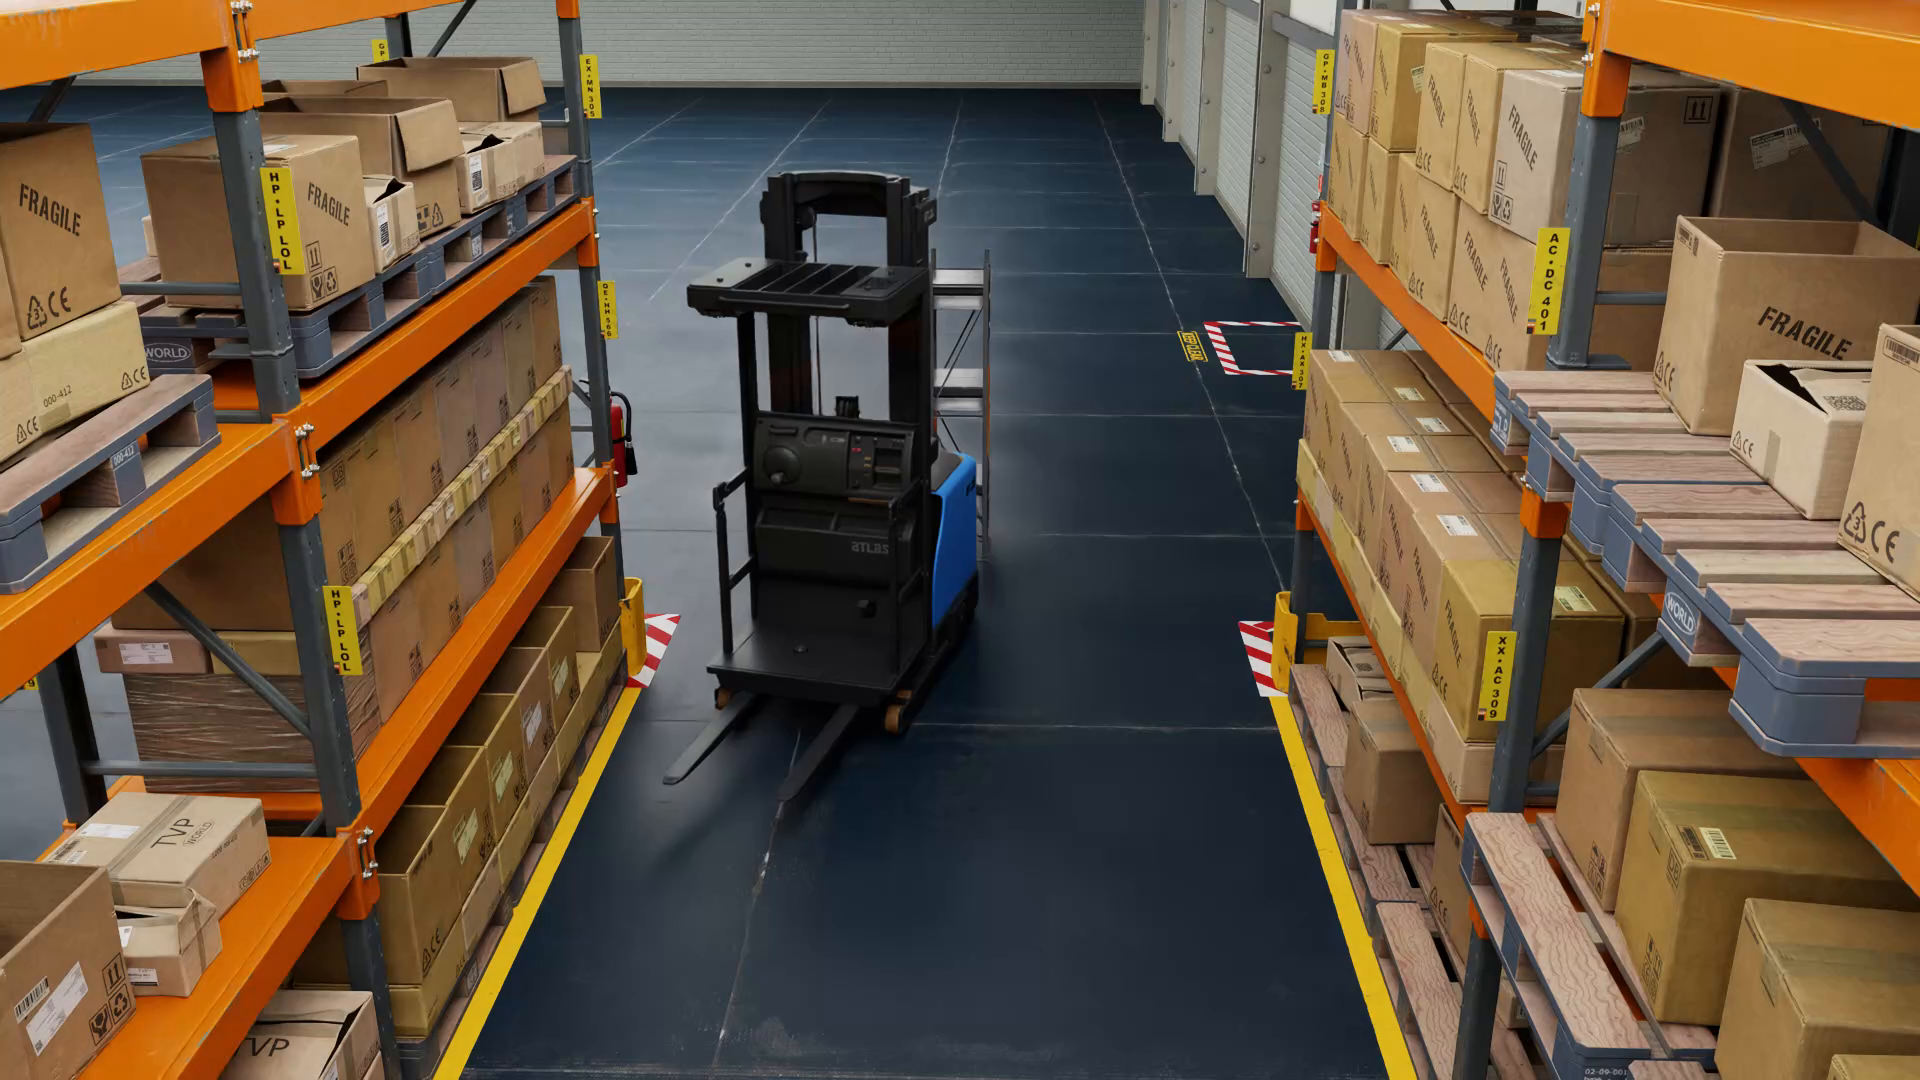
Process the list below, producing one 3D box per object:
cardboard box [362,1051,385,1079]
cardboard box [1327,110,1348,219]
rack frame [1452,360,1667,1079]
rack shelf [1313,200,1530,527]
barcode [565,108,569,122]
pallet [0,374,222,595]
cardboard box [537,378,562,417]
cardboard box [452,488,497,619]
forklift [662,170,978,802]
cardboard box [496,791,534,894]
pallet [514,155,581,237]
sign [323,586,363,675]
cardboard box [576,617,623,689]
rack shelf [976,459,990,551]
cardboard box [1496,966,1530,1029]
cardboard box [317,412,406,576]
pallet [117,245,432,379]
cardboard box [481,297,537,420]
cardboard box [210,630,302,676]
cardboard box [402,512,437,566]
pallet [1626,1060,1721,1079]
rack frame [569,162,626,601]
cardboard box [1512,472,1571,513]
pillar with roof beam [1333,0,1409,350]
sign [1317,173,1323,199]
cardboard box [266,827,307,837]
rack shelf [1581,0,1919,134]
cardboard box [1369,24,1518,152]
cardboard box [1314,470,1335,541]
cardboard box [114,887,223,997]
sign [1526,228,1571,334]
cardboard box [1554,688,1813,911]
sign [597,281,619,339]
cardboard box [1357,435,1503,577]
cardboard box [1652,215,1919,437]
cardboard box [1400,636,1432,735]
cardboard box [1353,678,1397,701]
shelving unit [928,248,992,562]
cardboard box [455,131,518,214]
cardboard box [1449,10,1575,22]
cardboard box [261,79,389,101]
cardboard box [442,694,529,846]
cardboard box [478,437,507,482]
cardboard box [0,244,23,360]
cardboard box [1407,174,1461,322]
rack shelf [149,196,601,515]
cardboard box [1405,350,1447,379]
[{"bbox_3d":[-2.347,2.046,5.829,0.500,0.250,0.500,0,21,1],"label":"cardboard box"},{"bbox_3d":[2.189,-1.922,8.524,0.500,0.500,0.500,1,21,3],"label":"cardboard box"},{"bbox_3d":[2.327,0.860,5.665,1.000,3.000,0.127,1,21,2],"label":"rack frame"},{"bbox_3d":[2.388,-0.926,7.117,1.077,0.370,4.000,1,21,2],"label":"rack shelf"},{"bbox_3d":[-2.030,-2.194,8.587,0.001,0.075,0.075,1,21,2],"label":"barcode"},{"bbox_3d":[-2.638,-0.183,4.472,0.805,0.209,1.217,0,21,-1],"label":"pallet"},{"bbox_3d":[-2.331,-0.753,8.789,0.380,0.149,0.250,1,21,3],"label":"cardboard box"},{"bbox_3d":[-2.574,0.043,7.634,0.700,0.500,0.500,1,21,3],"label":"cardboard box"},{"bbox_3d":[-0.764,-0.443,9.120,1.130,2.935,3.031,6,22,14],"label":"forklift"},{"bbox_3d":[-2.267,1.367,7.579,0.500,0.250,0.500,1,21,2],"label":"cardboard box"},{"bbox_3d":[-2.550,-1.741,8.345,1.003,0.211,1.213,1,21,2],"label":"pallet"},{"bbox_3d":[-2.082,0.307,5.601,0.100,0.325,0.005,1,21,2],"label":"sign"},{"bbox_3d":[-2.224,0.644,9.443,0.500,0.250,0.500,1,21,2],"label":"cardboard box"},{"bbox_3d":[-0.005,-0.254,11.753,0.431,0.518,0.480,1,21,2],"label":"rack shelf"},{"bbox_3d":[2.313,1.782,6.598,0.380,0.166,0.250,-2,21,-5],"label":"cardboard box"},{"bbox_3d":[-2.603,-0.188,6.434,0.700,0.500,0.500,1,21,1],"label":"cardboard box"},{"bbox_3d":[-2.624,-0.859,6.071,1.003,0.211,1.213,1,21,2],"label":"pallet"},{"bbox_3d":[-2.542,-0.913,8.303,0.700,0.500,0.500,0,21,0],"label":"cardboard box"},{"bbox_3d":[-2.423,0.363,5.912,0.380,0.149,0.250,1,21,2],"label":"cardboard box"},{"bbox_3d":[-2.393,-0.006,6.864,0.380,0.149,0.250,0,21,0],"label":"cardboard box"},{"bbox_3d":[2.225,1.680,3.818,1.003,0.211,1.213,1,21,2],"label":"pallet"},{"bbox_3d":[-2.503,-0.639,9.530,1.000,3.000,0.127,1,21,2],"label":"rack frame"},{"bbox_3d":[2.590,0.036,6.931,0.500,0.500,0.500,1,21,3],"label":"cardboard box"},{"bbox_3d":[-0.828,-5.337,13.344,9.100,9.000,0.400,1,21,2],"label":"pillar with roof beam"},{"bbox_3d":[3.708,-3.601,17.115,0.001,0.329,0.234,1,21,2],"label":"sign"},{"bbox_3d":[-2.802,1.193,6.992,0.500,0.500,0.500,1,21,2],"label":"cardboard box"},{"bbox_3d":[2.266,-0.692,2.919,1.077,0.370,4.000,1,21,2],"label":"rack shelf"},{"bbox_3d":[2.124,-2.004,7.352,0.500,0.500,0.500,1,21,3],"label":"cardboard box"},{"bbox_3d":[2.115,-0.165,8.486,0.500,0.250,0.500,0,21,0],"label":"cardboard box"},{"bbox_3d":[-2.468,1.190,5.002,0.396,0.266,0.258,0,21,0],"label":"cardboard box"},{"bbox_3d":[1.784,-0.782,5.037,0.100,0.325,0.005,1,21,2],"label":"sign"},{"bbox_3d":[2.278,0.792,5.094,0.700,0.500,0.500,1,21,2],"label":"cardboard box"},{"bbox_3d":[-1.961,-1.278,9.249,0.100,0.325,0.005,1,21,2],"label":"sign"},{"bbox_3d":[2.083,-0.154,7.421,0.500,0.500,0.500,1,21,3],"label":"cardboard box"},{"bbox_3d":[2.231,-0.584,4.521,0.500,0.500,0.500,4,22,9],"label":"cardboard box"},{"bbox_3d":[2.062,0.566,6.603,0.500,0.250,0.500,1,21,2],"label":"cardboard box"},{"bbox_3d":[2.320,0.918,8.626,0.500,0.311,0.500,2,21,6],"label":"cardboard box"},{"bbox_3d":[-0.005,-0.919,11.495,0.431,2.100,0.503,1,21,2],"label":"shelving unit"},{"bbox_3d":[-2.291,-1.637,7.303,0.500,0.311,0.500,3,21,8],"label":"cardboard box"},{"bbox_3d":[2.697,-2.348,8.238,0.500,0.500,0.500,2,21,4],"label":"cardboard box"},{"bbox_3d":[-2.826,-1.748,7.328,0.500,0.500,0.500,1,21,2],"label":"cardboard box"},{"bbox_3d":[-2.267,1.018,7.443,0.500,0.500,0.500,1,21,2],"label":"cardboard box"},{"bbox_3d":[-2.362,-0.380,7.826,0.380,0.149,0.250,1,21,3],"label":"cardboard box"},{"bbox_3d":[-2.677,-0.638,3.970,0.500,0.500,0.500,3,21,7],"label":"cardboard box"},{"bbox_3d":[2.102,-1.163,6.567,0.500,0.500,0.500,0,21,0],"label":"cardboard box"},{"bbox_3d":[-2.564,-0.979,7.254,1.077,0.370,4.000,1,21,2],"label":"rack shelf"},{"bbox_3d":[2.647,-0.702,8.835,0.500,0.500,0.500,0,21,1],"label":"cardboard box"}]
